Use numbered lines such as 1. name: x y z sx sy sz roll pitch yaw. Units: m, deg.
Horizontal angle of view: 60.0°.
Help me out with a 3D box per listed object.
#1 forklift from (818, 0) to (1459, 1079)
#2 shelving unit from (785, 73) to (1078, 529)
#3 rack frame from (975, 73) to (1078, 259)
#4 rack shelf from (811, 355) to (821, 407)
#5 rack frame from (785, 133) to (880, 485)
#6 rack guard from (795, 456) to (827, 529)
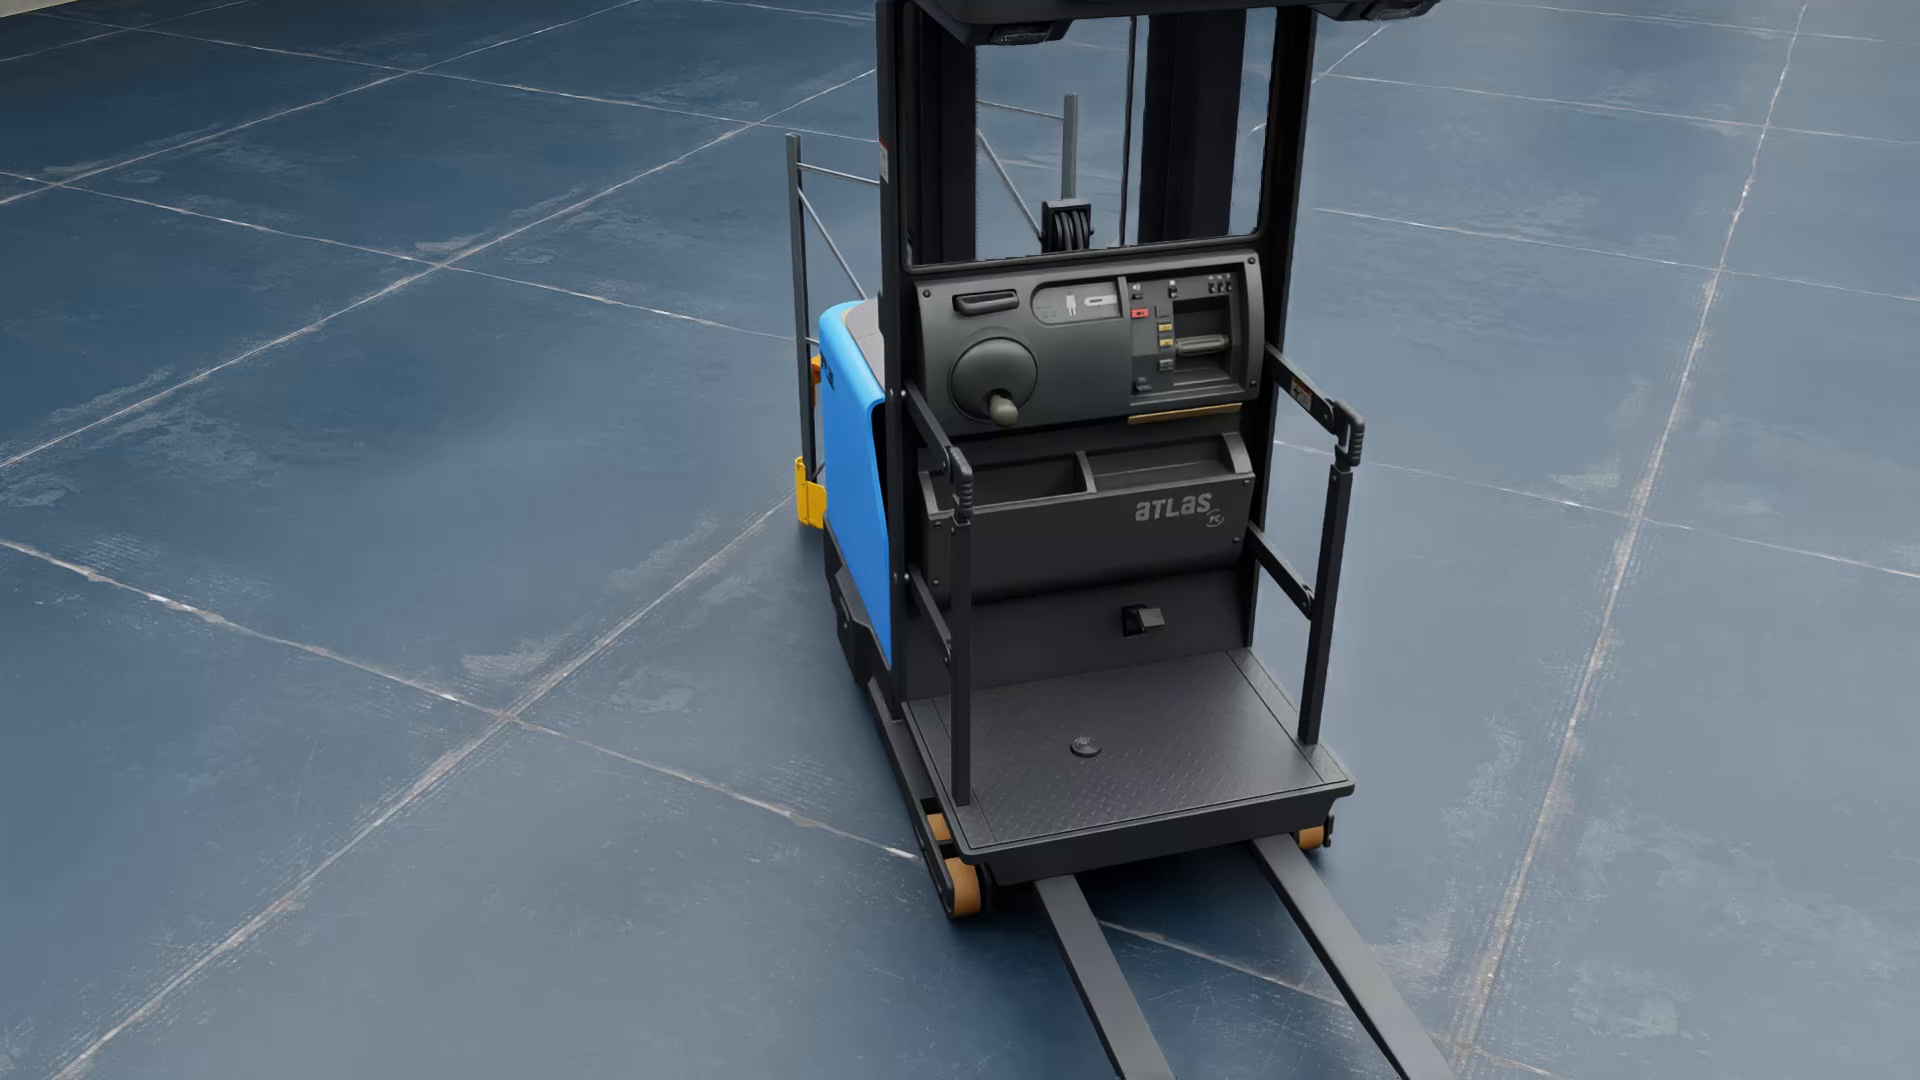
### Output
1. forklift: 0.407 -0.472 4.128 1.130 2.935 3.031 -8 31 -13
2. shelving unit: -0.073 -0.859 6.241 0.587 1.500 1.083 20 36 31
3. rack frame: 0.225 -1.059 6.588 0.500 1.500 0.032 20 36 31
4. rack shelf: -0.079 -0.700 6.324 0.538 0.185 1.000 20 36 31
5. rack frame: -0.382 -0.653 5.881 0.500 1.500 0.032 20 36 31
6. rack guard: -0.371 -0.119 6.205 0.587 0.250 0.087 20 36 31
